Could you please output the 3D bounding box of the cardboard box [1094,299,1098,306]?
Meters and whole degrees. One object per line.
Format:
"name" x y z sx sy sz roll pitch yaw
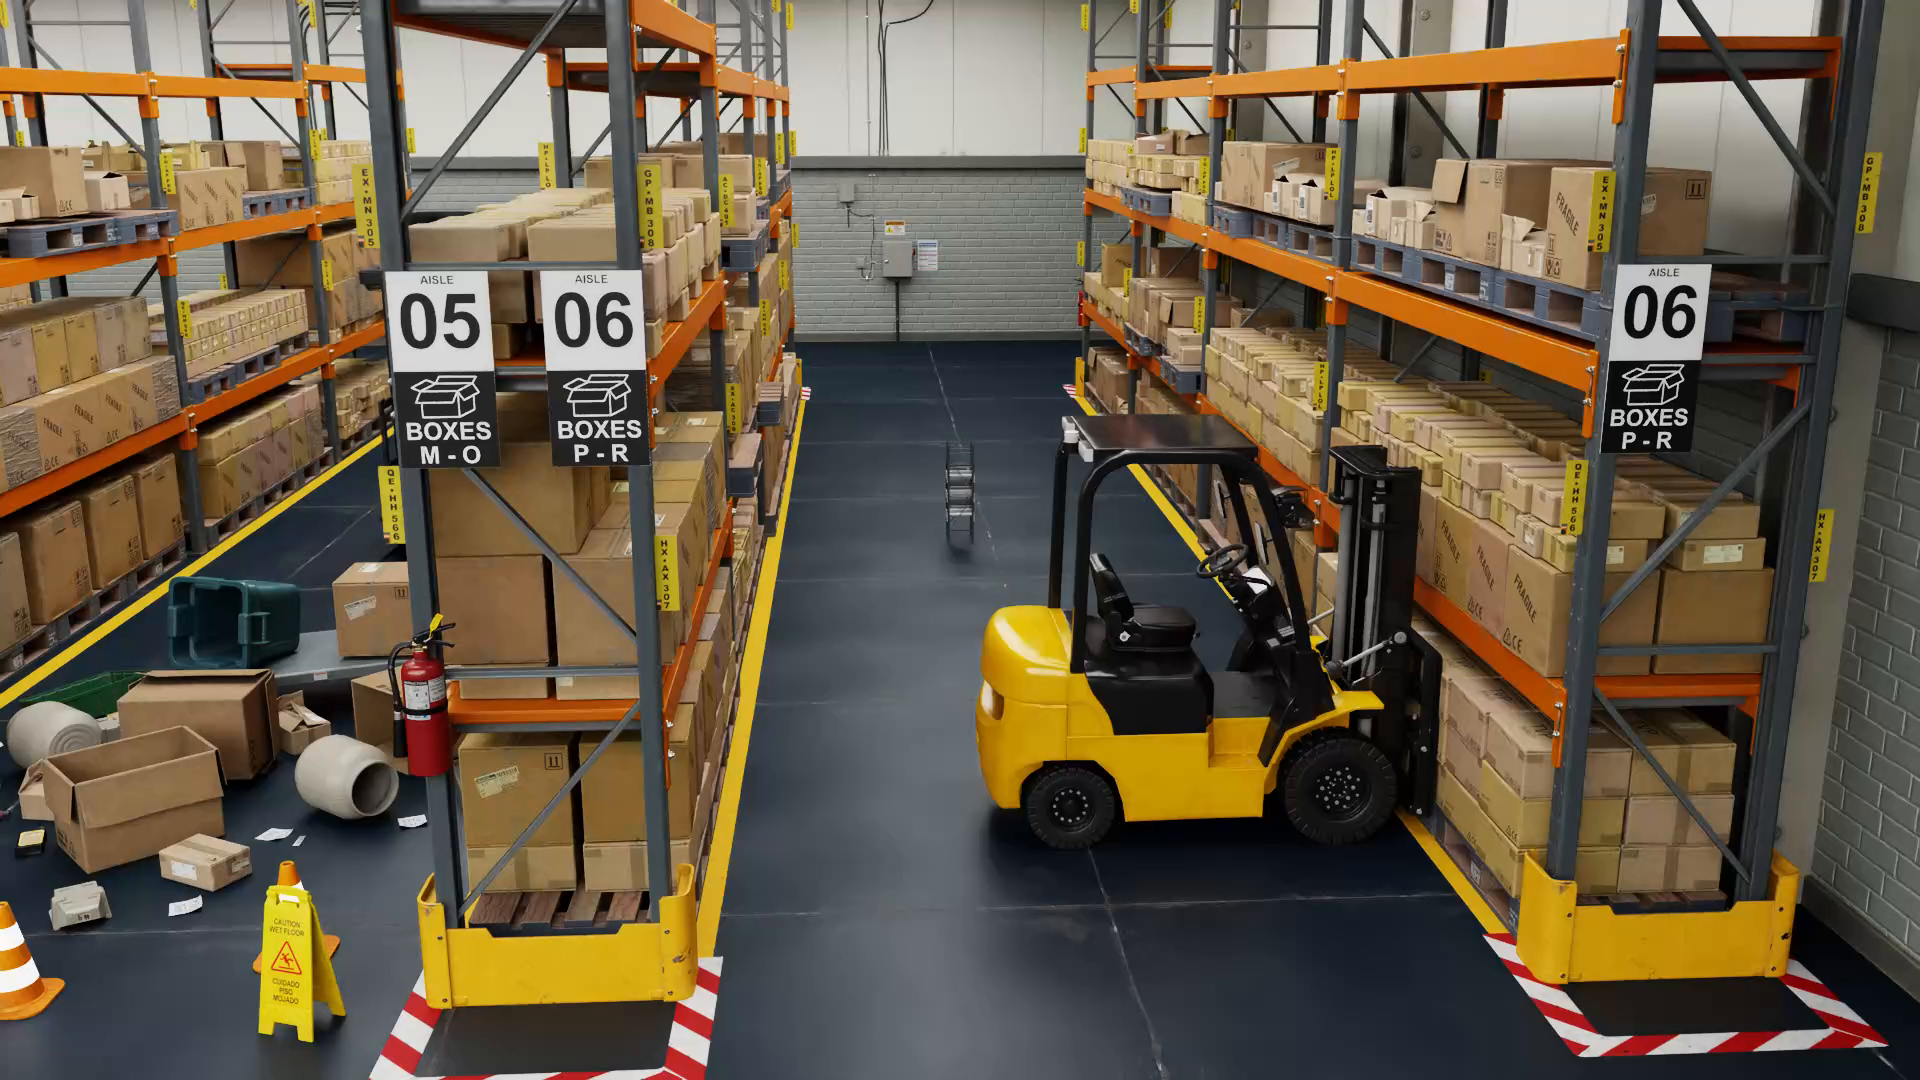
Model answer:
"cardboard box" 2.000 -3.220 22.249 0.380 0.149 0.250 -1 14 -2

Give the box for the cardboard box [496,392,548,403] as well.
"cardboard box" -2.178 -0.485 8.311 0.700 0.500 0.500 -1 14 -4

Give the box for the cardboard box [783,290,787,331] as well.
"cardboard box" -2.309 -2.712 19.571 0.500 0.500 0.500 -1 14 -3

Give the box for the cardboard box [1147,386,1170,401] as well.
"cardboard box" 2.291 -1.641 18.482 0.380 0.149 0.250 -1 14 -5

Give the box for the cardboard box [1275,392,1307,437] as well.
"cardboard box" 2.611 -0.921 12.109 0.500 0.250 0.500 -1 14 -5

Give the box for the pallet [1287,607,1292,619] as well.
"pallet" 2.851 0.662 12.254 1.003 0.211 1.213 -1 14 -3

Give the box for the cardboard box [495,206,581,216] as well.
"cardboard box" -2.060 -1.548 8.133 0.380 0.149 0.250 -1 14 -5

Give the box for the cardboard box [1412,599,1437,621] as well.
"cardboard box" 2.716 0.514 9.900 0.500 0.250 0.500 0 14 -2

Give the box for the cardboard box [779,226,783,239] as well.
"cardboard box" -2.350 -3.726 20.204 0.380 0.149 0.250 -1 14 -3

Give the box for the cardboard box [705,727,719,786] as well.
"cardboard box" -1.615 1.227 9.136 0.500 0.250 0.500 0 14 0

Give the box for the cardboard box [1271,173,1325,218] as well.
"cardboard box" 2.600 -2.534 12.196 0.500 0.311 0.500 -1 14 -5

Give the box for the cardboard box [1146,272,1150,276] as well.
"cardboard box" 2.485 -3.451 22.348 0.500 0.250 0.500 0 14 -2

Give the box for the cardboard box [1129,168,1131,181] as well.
"cardboard box" 2.061 -3.998 18.209 0.380 0.149 0.250 -1 14 -3

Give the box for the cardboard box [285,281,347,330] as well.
"cardboard box" -7.228 -2.636 18.677 0.500 0.500 0.500 -1 14 -4

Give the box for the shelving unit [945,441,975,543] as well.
"shelving unit" -0.001 -0.438 15.146 0.258 0.900 0.210 -1 14 -3

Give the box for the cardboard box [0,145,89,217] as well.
"cardboard box" -6.813 -2.646 12.252 0.500 0.500 0.500 -1 14 -3

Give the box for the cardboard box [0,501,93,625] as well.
"cardboard box" -7.137 0.166 12.255 1.050 0.750 0.750 -1 14 -3

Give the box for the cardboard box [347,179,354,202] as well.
"cardboard box" -7.267 -4.070 19.329 0.500 0.250 0.500 0 14 -1

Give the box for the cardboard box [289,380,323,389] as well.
"cardboard box" -7.884 -1.835 20.046 0.380 0.149 0.250 -1 14 -5

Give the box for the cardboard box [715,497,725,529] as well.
"cardboard box" -1.672 -0.169 10.393 0.380 0.149 0.250 -1 14 -2

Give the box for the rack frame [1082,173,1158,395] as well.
"rack frame" 2.192 -3.490 22.795 1.000 3.000 0.127 -1 14 -3

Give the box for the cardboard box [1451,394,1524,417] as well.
"cardboard box" 3.261 -0.809 10.275 0.380 0.149 0.250 -1 14 -4

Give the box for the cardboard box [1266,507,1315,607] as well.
"cardboard box" 2.851 0.118 12.694 0.875 0.625 0.625 -1 14 -4

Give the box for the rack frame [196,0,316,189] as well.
"rack frame" -7.448 -5.222 17.485 1.000 3.000 0.127 -1 14 -3

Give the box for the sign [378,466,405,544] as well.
"sign" -2.326 -0.144 6.831 0.100 0.325 0.005 -1 14 -3

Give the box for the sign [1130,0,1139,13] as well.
"sign" 1.897 -5.888 18.040 0.100 0.325 0.005 -1 14 -3

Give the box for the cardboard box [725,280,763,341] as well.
"cardboard box" -2.053 -2.082 15.116 0.500 0.500 0.500 -1 14 -5

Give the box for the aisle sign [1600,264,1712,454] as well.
"aisle sign" 2.894 -0.749 6.925 0.394 0.787 0.004 -1 14 -3

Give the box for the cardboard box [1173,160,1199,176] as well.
"cardboard box" 2.291 -3.621 16.190 0.380 0.149 0.250 -1 14 -3

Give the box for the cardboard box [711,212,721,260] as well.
"cardboard box" -1.722 -1.846 10.090 0.500 0.250 0.500 -1 14 -4

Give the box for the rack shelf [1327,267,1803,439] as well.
"rack shelf" 3.059 -1.113 8.979 1.077 0.370 4.000 -1 14 -3

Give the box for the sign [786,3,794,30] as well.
"sign" -2.219 -6.814 21.639 0.100 0.325 0.005 -1 14 -3

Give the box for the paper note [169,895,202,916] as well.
"paper note" -3.816 1.800 8.193 0.148 0.019 0.142 -6 16 -23

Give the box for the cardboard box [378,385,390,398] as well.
"cardboard box" -7.302 -1.829 20.621 0.380 0.149 0.250 0 14 -1

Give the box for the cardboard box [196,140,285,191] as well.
"cardboard box" -7.535 -3.925 17.422 0.700 0.500 0.500 -1 14 -3

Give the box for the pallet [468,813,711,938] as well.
"pallet" -1.790 1.695 8.237 1.003 0.211 1.213 -1 14 -3

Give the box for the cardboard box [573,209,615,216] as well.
"cardboard box" -1.627 -1.491 7.911 0.380 0.149 0.250 -1 14 -4

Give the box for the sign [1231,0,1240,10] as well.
"sign" 2.993 -5.940 18.084 0.100 0.325 0.005 -1 14 -3

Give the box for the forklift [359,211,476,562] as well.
"forklift" -4.594 -1.406 14.832 1.130 2.935 3.031 -1 14 -3

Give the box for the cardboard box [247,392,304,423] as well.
"cardboard box" -7.131 -1.363 17.196 0.500 0.250 0.500 0 14 -1

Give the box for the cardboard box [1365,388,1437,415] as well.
"cardboard box" 2.783 -0.865 10.494 0.380 0.149 0.250 -1 14 -3

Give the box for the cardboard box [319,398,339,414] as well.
"cardboard box" -7.263 -1.516 18.807 0.380 0.149 0.250 0 14 -1

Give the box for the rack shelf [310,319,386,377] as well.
"rack shelf" -7.572 -2.465 20.256 1.077 0.370 4.000 -1 14 -3

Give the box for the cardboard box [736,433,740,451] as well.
"cardboard box" -1.744 -0.715 11.669 0.380 0.149 0.250 -1 14 -2

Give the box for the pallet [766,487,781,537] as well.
"pallet" -2.240 -0.270 15.875 1.003 0.211 1.213 -1 14 -3

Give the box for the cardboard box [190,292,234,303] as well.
"cardboard box" -7.860 -2.512 17.460 0.380 0.149 0.250 0 14 -2

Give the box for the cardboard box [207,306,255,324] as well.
"cardboard box" -7.131 -2.198 16.241 0.380 0.149 0.250 -1 14 -4

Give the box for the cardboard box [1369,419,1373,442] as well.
"cardboard box" 2.754 -0.656 10.279 0.380 0.149 0.250 -1 14 -4

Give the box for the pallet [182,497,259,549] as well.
"pallet" -7.248 -0.165 15.469 1.003 0.211 1.213 -1 14 -3

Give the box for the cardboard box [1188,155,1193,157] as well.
"cardboard box" 2.637 -4.024 17.713 0.380 0.149 0.250 -1 14 -5

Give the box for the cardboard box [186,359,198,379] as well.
"cardboard box" -7.027 -1.518 14.790 0.380 0.149 0.250 -1 14 -4

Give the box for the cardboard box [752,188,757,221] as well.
"cardboard box" -1.740 -2.414 12.052 0.500 0.250 0.500 -1 14 -4

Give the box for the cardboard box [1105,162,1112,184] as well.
"cardboard box" 2.073 -4.518 20.474 0.500 0.250 0.500 -1 14 -4

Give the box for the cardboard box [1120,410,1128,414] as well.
"cardboard box" 2.112 -1.452 19.753 0.380 0.149 0.250 -1 14 -5
